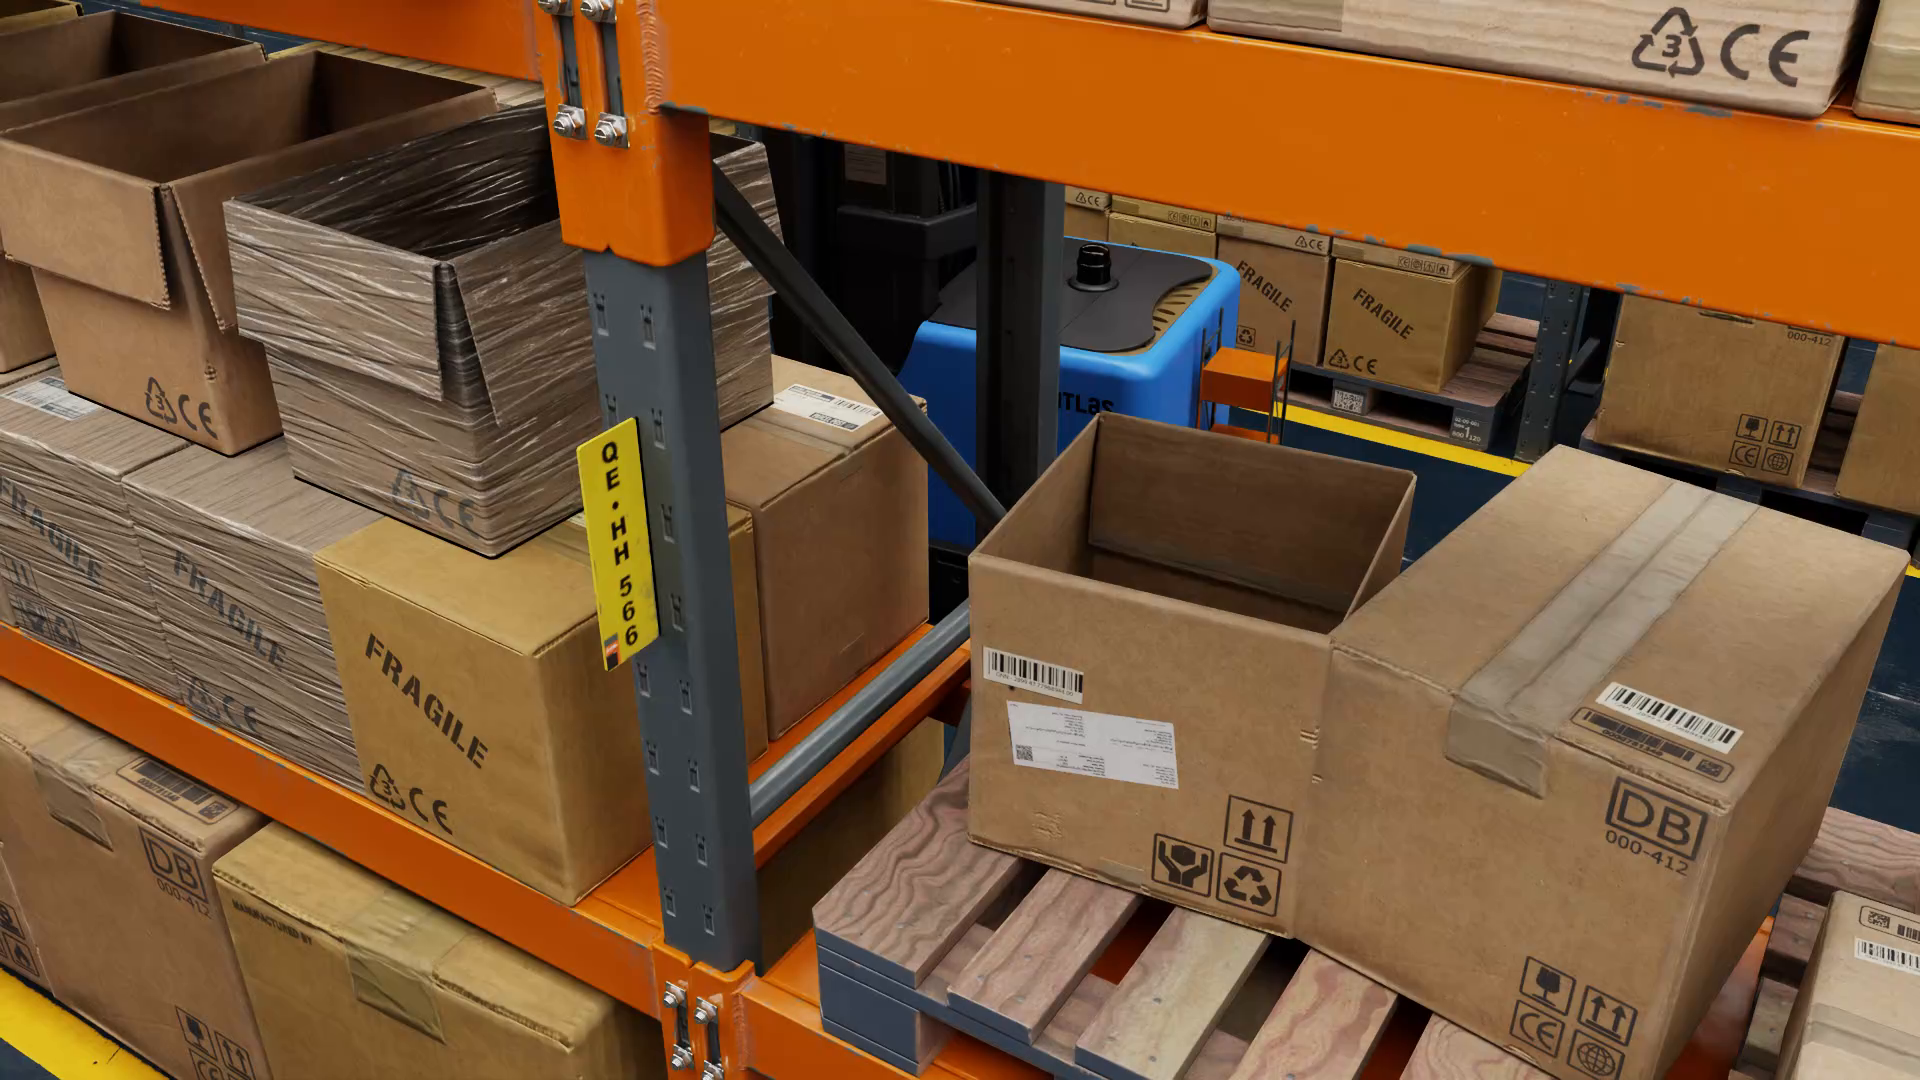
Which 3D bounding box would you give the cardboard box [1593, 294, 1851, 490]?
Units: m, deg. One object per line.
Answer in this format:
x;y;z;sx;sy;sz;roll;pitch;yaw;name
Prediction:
3.052;-0.826;6.505;0.750;0.750;1.050;17;34;27;cardboard box

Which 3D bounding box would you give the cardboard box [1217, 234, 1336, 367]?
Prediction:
1.450;-1.125;7.266;0.500;0.500;0.500;19;35;29;cardboard box

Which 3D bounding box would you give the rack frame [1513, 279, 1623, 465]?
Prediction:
2.584;-1.818;6.390;0.127;3.000;1.000;18;35;27;rack frame

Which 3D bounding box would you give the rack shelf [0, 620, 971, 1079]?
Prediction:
-1.833;0.047;3.907;4.000;0.370;1.077;18;35;27;rack shelf

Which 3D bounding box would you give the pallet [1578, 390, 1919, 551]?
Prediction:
3.211;-0.370;6.675;1.213;0.211;1.003;18;35;27;pallet

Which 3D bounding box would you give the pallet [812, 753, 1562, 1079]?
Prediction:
0.521;0.500;2.606;1.003;0.211;1.213;18;35;27;pallet

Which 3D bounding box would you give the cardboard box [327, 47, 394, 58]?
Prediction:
-3.632;-2.860;9.998;0.250;0.149;0.380;18;35;28;cardboard box

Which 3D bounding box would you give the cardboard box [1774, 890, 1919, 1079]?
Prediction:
1.158;0.702;1.801;0.500;0.250;0.500;17;34;26;cardboard box

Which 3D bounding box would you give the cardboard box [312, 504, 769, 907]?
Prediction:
-0.689;0.202;2.827;0.500;0.500;0.500;19;35;29;cardboard box

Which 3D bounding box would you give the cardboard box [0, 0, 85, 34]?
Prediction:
-2.406;-0.920;3.755;0.637;0.503;0.797;18;35;28;cardboard box

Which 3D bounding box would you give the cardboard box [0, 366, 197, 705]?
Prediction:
-1.549;-0.072;3.297;0.500;0.500;0.500;16;34;26;cardboard box

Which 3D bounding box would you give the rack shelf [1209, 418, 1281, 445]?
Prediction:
0.935;-0.235;5.632;0.240;0.259;0.215;13;33;21;rack shelf

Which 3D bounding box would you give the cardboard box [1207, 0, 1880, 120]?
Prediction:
0.558;-0.587;1.451;0.500;0.250;0.500;18;35;29;cardboard box

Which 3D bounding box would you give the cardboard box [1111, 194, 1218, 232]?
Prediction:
1.009;-1.588;7.316;0.500;0.250;0.500;18;35;28;cardboard box

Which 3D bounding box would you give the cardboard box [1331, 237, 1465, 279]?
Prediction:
1.865;-1.315;6.847;0.500;0.250;0.500;17;34;26;cardboard box

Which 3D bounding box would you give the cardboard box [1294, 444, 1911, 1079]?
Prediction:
0.866;0.282;2.274;0.500;0.500;0.700;23;38;34;cardboard box

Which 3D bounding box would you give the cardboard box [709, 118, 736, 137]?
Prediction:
-1.244;-2.081;8.662;0.250;0.149;0.380;19;35;29;cardboard box

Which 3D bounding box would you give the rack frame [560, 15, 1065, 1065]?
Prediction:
-0.137;0.270;2.810;0.053;2.616;0.949;18;35;27;rack frame

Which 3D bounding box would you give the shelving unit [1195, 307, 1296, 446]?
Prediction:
0.935;-0.244;5.626;0.252;1.050;0.215;13;33;21;shelving unit

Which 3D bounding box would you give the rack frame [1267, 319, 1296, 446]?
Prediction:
1.046;-0.218;5.582;0.008;1.050;0.200;13;33;21;rack frame

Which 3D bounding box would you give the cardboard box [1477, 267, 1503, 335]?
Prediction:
2.120;-1.218;7.425;0.500;0.500;0.500;16;34;25;cardboard box

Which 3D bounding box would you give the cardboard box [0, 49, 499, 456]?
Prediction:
-1.300;-0.583;3.178;0.637;0.503;0.797;18;35;28;cardboard box

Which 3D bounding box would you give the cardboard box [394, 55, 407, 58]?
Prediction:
-3.427;-3.043;10.311;0.250;0.149;0.380;18;35;28;cardboard box

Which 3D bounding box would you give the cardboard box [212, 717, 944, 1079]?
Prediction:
-0.712;0.814;3.569;0.875;0.875;1.225;16;34;25;cardboard box

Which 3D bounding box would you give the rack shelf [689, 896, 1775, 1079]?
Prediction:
1.555;1.118;2.070;4.000;0.370;1.077;18;35;27;rack shelf

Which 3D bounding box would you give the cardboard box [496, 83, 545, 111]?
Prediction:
-2.388;-2.399;9.207;0.250;0.149;0.380;16;34;26;cardboard box

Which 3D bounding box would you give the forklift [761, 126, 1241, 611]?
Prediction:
-0.570;-1.400;5.741;3.031;2.935;1.130;13;33;21;forklift

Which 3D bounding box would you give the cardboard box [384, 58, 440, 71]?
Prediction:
-3.232;-2.707;9.735;0.250;0.149;0.380;16;34;25;cardboard box

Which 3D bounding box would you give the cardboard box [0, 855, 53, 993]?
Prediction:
-2.217;0.339;4.385;0.875;0.875;1.225;16;34;26;cardboard box

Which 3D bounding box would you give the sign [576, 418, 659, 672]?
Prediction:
-0.431;0.009;2.108;0.005;0.325;0.100;18;35;27;sign

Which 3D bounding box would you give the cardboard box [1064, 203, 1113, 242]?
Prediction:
0.580;-1.405;7.745;0.500;0.500;0.500;18;35;28;cardboard box

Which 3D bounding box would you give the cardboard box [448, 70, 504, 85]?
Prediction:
-2.804;-2.539;9.447;0.250;0.149;0.380;18;35;28;cardboard box
